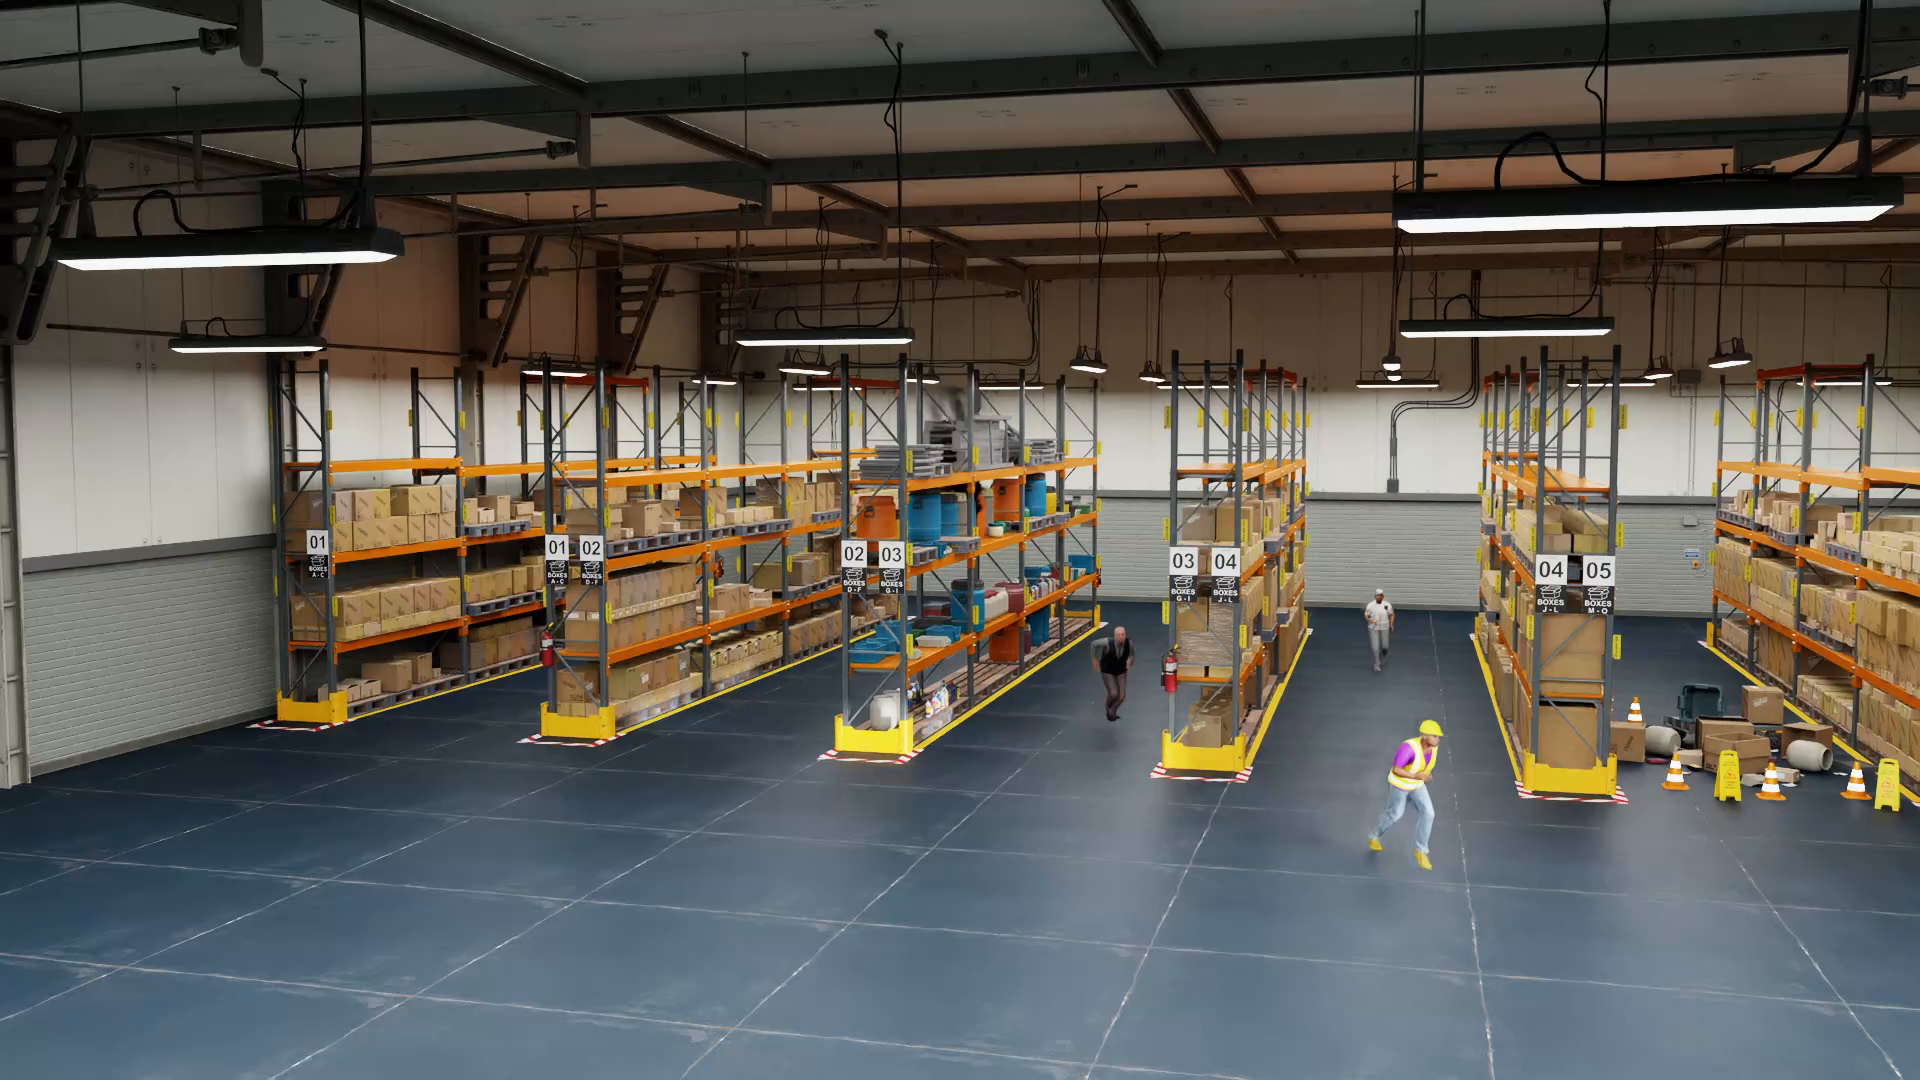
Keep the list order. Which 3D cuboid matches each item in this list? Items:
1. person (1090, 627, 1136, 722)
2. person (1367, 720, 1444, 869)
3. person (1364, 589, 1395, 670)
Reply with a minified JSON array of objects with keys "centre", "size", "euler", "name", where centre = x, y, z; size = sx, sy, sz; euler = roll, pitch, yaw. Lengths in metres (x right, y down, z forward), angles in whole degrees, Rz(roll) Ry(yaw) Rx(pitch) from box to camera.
[{"centre":[2.395,2.112,26.032],"size":[0.686,1.570,0.862],"euler":[-1,4,-11],"name":"person"},{"centre":[5.056,2.841,18.851],"size":[0.745,1.716,1.031],"euler":[-3,5,-33],"name":"person"},{"centre":[8.398,1.803,33.256],"size":[0.600,1.628,0.538],"euler":[1,4,9],"name":"person"}]
